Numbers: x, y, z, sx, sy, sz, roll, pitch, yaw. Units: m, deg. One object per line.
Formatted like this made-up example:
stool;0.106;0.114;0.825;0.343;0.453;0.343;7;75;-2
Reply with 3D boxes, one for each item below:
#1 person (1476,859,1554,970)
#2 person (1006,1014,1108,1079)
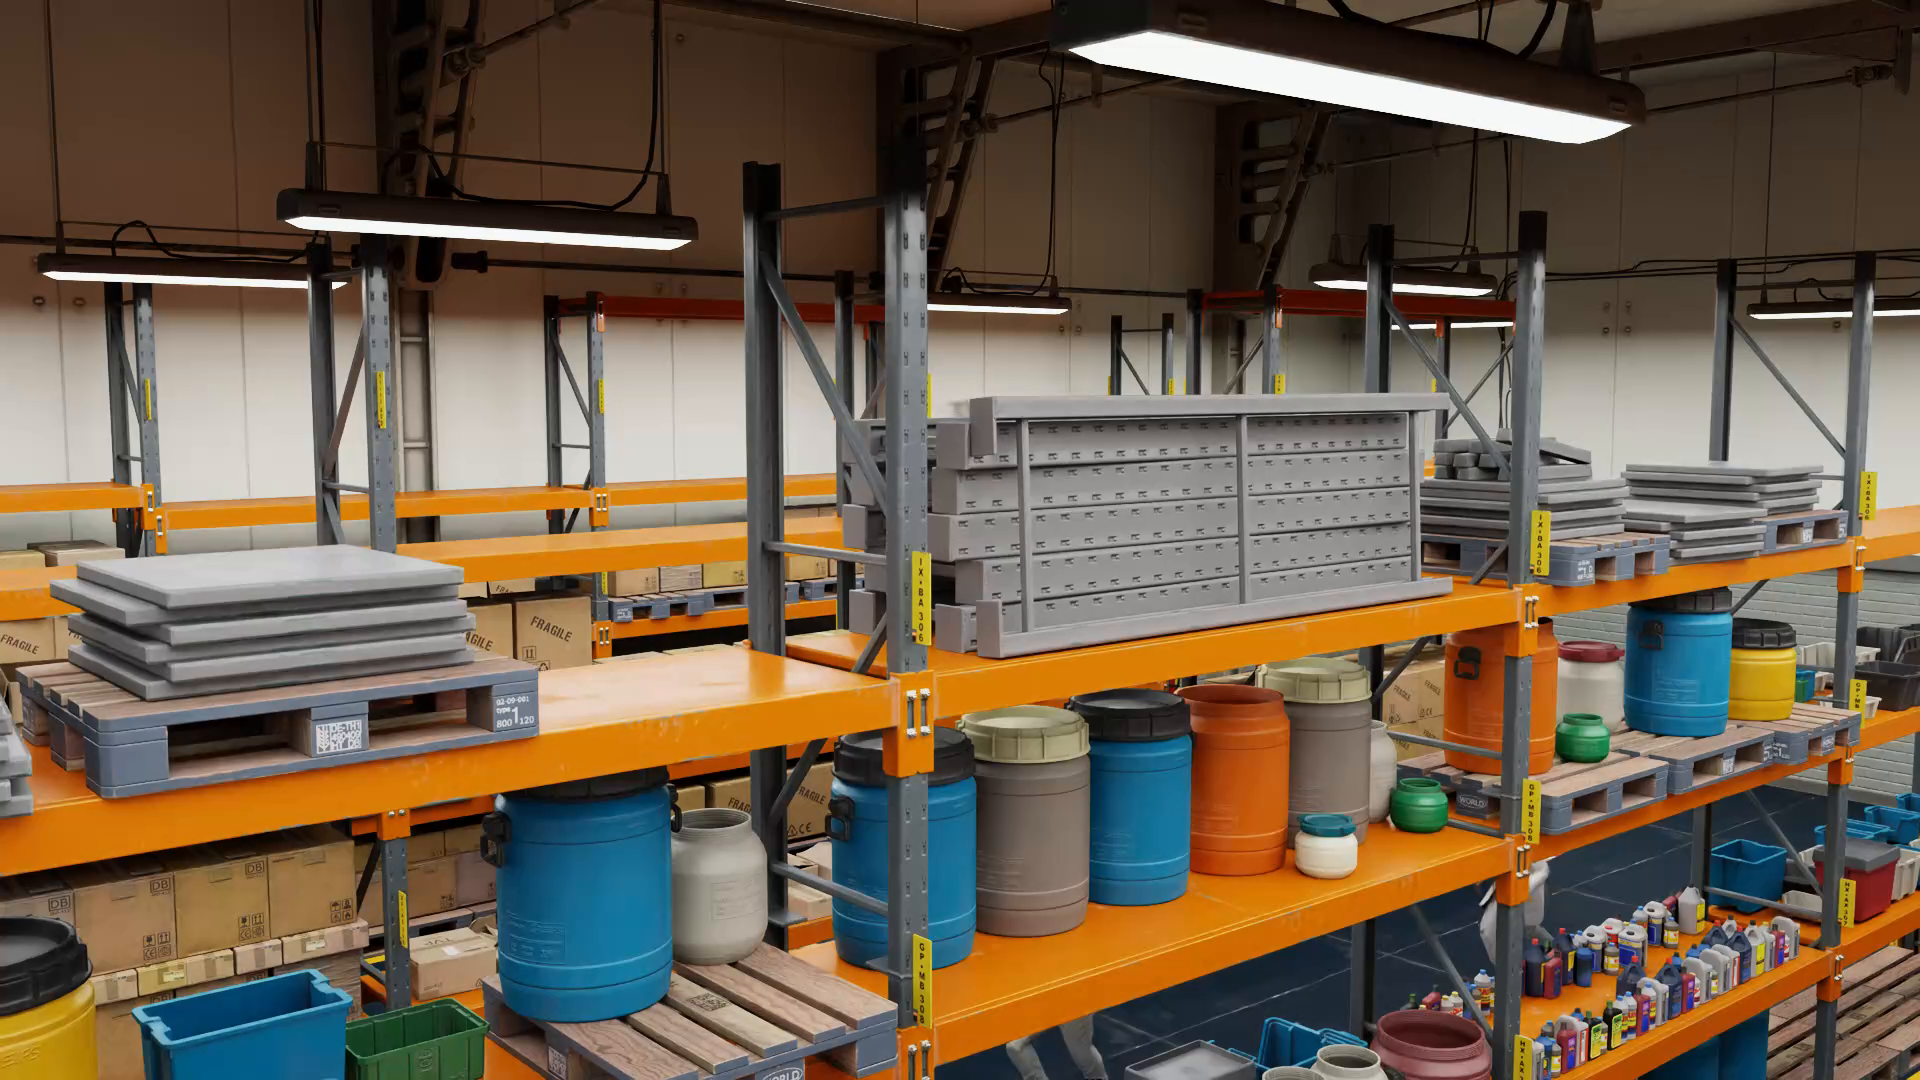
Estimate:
person;4.827;3.017;14.193;1.103;1.649;0.700;-5;7;-39
person;0.701;3.260;11.611;0.985;1.555;0.613;-5;7;-42
